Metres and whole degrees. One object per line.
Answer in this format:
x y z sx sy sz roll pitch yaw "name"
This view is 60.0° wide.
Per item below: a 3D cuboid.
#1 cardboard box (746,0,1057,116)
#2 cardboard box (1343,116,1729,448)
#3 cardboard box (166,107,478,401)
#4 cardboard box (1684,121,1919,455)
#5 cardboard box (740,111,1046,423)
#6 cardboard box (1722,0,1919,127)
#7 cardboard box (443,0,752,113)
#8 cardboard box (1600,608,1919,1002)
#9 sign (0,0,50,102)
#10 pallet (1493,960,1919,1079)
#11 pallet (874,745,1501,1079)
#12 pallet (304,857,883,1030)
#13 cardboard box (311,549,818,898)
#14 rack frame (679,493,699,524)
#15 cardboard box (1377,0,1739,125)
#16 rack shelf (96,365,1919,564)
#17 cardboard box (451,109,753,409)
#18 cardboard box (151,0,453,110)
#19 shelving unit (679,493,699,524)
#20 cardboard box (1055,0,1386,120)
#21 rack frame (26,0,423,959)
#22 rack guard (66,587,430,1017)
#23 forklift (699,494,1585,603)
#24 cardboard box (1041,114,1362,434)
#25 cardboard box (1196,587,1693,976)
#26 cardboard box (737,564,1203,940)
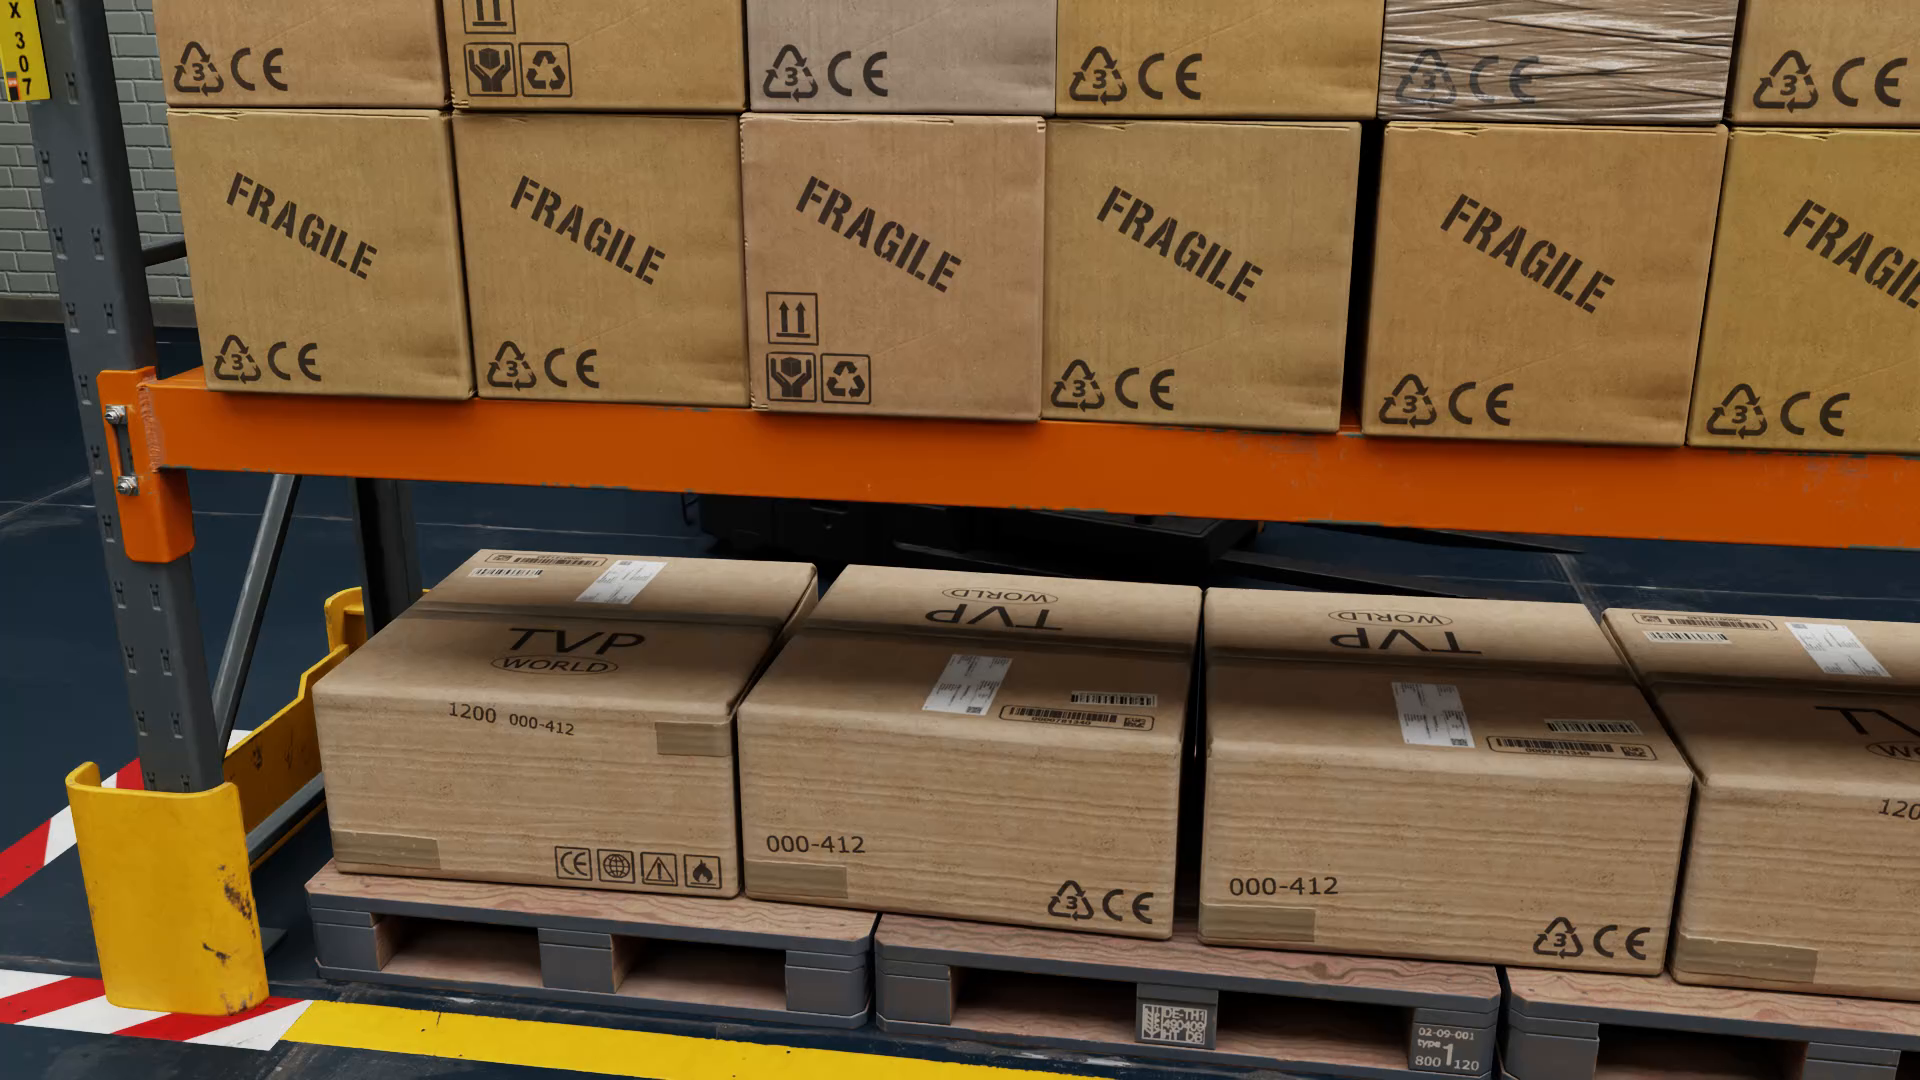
-0.057 -0.997 2.823 0.500 0.500 0.500 3 19 8 "cardboard box"
0.937 -0.471 2.825 0.500 0.500 0.500 3 19 8 "cardboard box"
-1.078 -0.570 3.121 0.500 0.500 0.500 3 19 8 "cardboard box"
1.435 -0.450 2.763 0.500 0.500 0.500 2 19 7 "cardboard box"
-0.075 -0.522 2.977 0.500 0.500 0.500 3 19 8 "cardboard box"
1.433 -0.922 2.598 0.500 0.500 0.500 3 19 8 "cardboard box"
-0.567 -1.021 2.893 0.500 0.500 0.500 2 19 7 "cardboard box"
1.840 0.516 3.411 0.875 0.438 0.875 3 19 8 "cardboard box"
-1.600 -0.911 2.809 0.005 0.325 0.100 3 19 9 "sign"
1.704 0.825 3.506 1.213 0.211 1.003 3 19 9 "pallet"
0.496 0.764 3.687 1.213 0.211 1.003 3 19 9 "pallet"
-0.705 0.702 3.873 1.213 0.211 1.003 3 19 9 "pallet"
-0.839 0.381 3.812 0.875 0.438 0.875 2 19 7 "cardboard box"
-1.075 -0.528 6.466 0.006 0.900 0.240 1 18 21 "rack frame"
0.929 -0.945 2.666 0.500 0.500 0.500 3 19 9 "cardboard box"
0.468 -0.195 3.291 4.000 0.370 1.077 3 19 9 "rack shelf"
-0.574 -0.553 3.071 0.500 0.500 0.500 3 19 8 "cardboard box"
-1.078 -1.045 2.964 0.500 0.500 0.500 3 19 7 "cardboard box"
-0.980 -0.526 6.430 0.210 0.900 0.258 1 18 21 "shelving unit"
0.436 -0.972 2.749 0.500 0.500 0.500 3 19 9 "cardboard box"
-1.507 -0.636 3.478 0.127 3.000 1.000 3 19 9 "rack frame"
-1.530 0.548 3.878 0.348 0.500 1.175 3 19 9 "rack guard"
0.581 -1.280 5.511 3.031 2.935 1.130 9 21 26 "forklift"
0.422 -0.502 2.918 0.500 0.500 0.500 4 19 10 "cardboard box"
0.956 0.471 3.545 0.875 0.438 0.875 2 19 7 "cardboard box"
0.066 0.425 3.682 0.875 0.438 0.875 3 19 10 "cardboard box"
